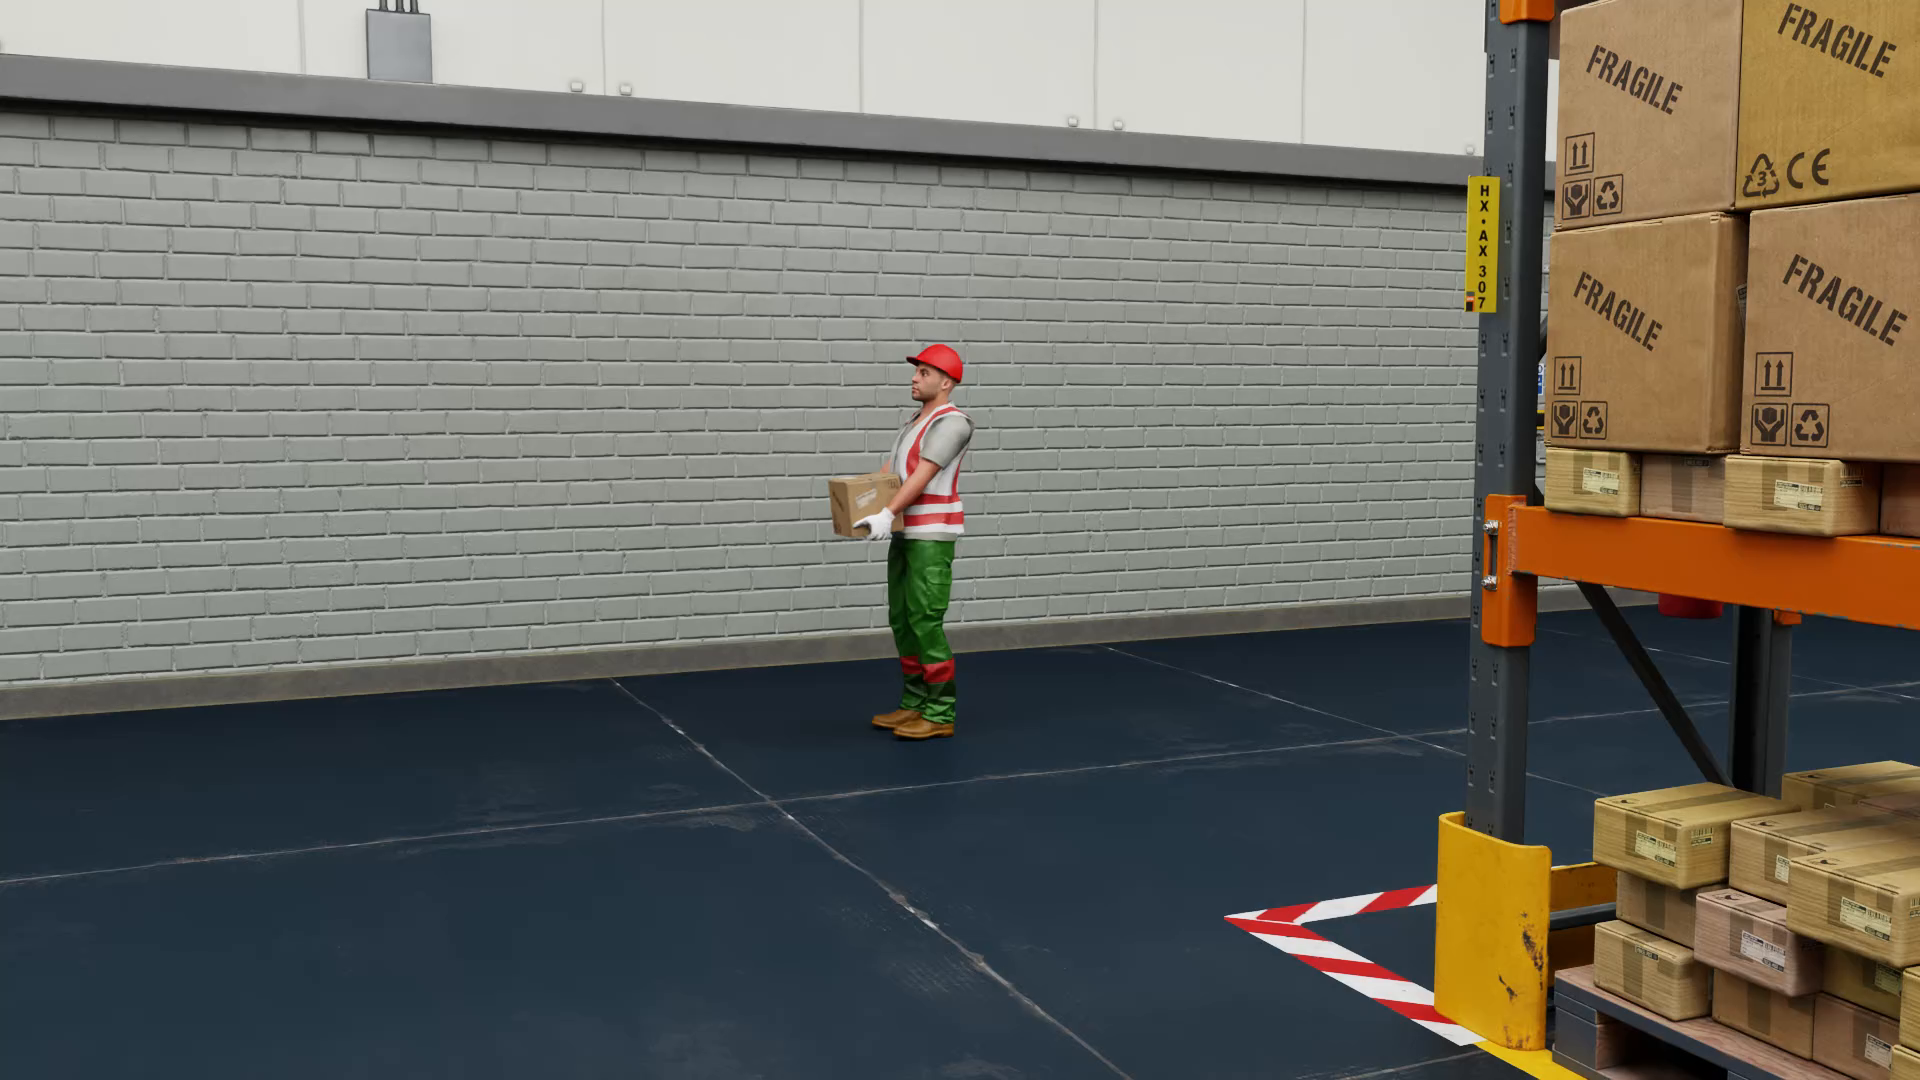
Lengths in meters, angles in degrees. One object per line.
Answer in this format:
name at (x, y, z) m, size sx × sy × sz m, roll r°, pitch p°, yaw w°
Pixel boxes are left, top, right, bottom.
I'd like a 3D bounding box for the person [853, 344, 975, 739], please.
person at (-0.256, 0.005, 7.555) m, size 0.573 × 1.782 × 0.494 m, roll -2°, pitch 6°, yaw -24°
